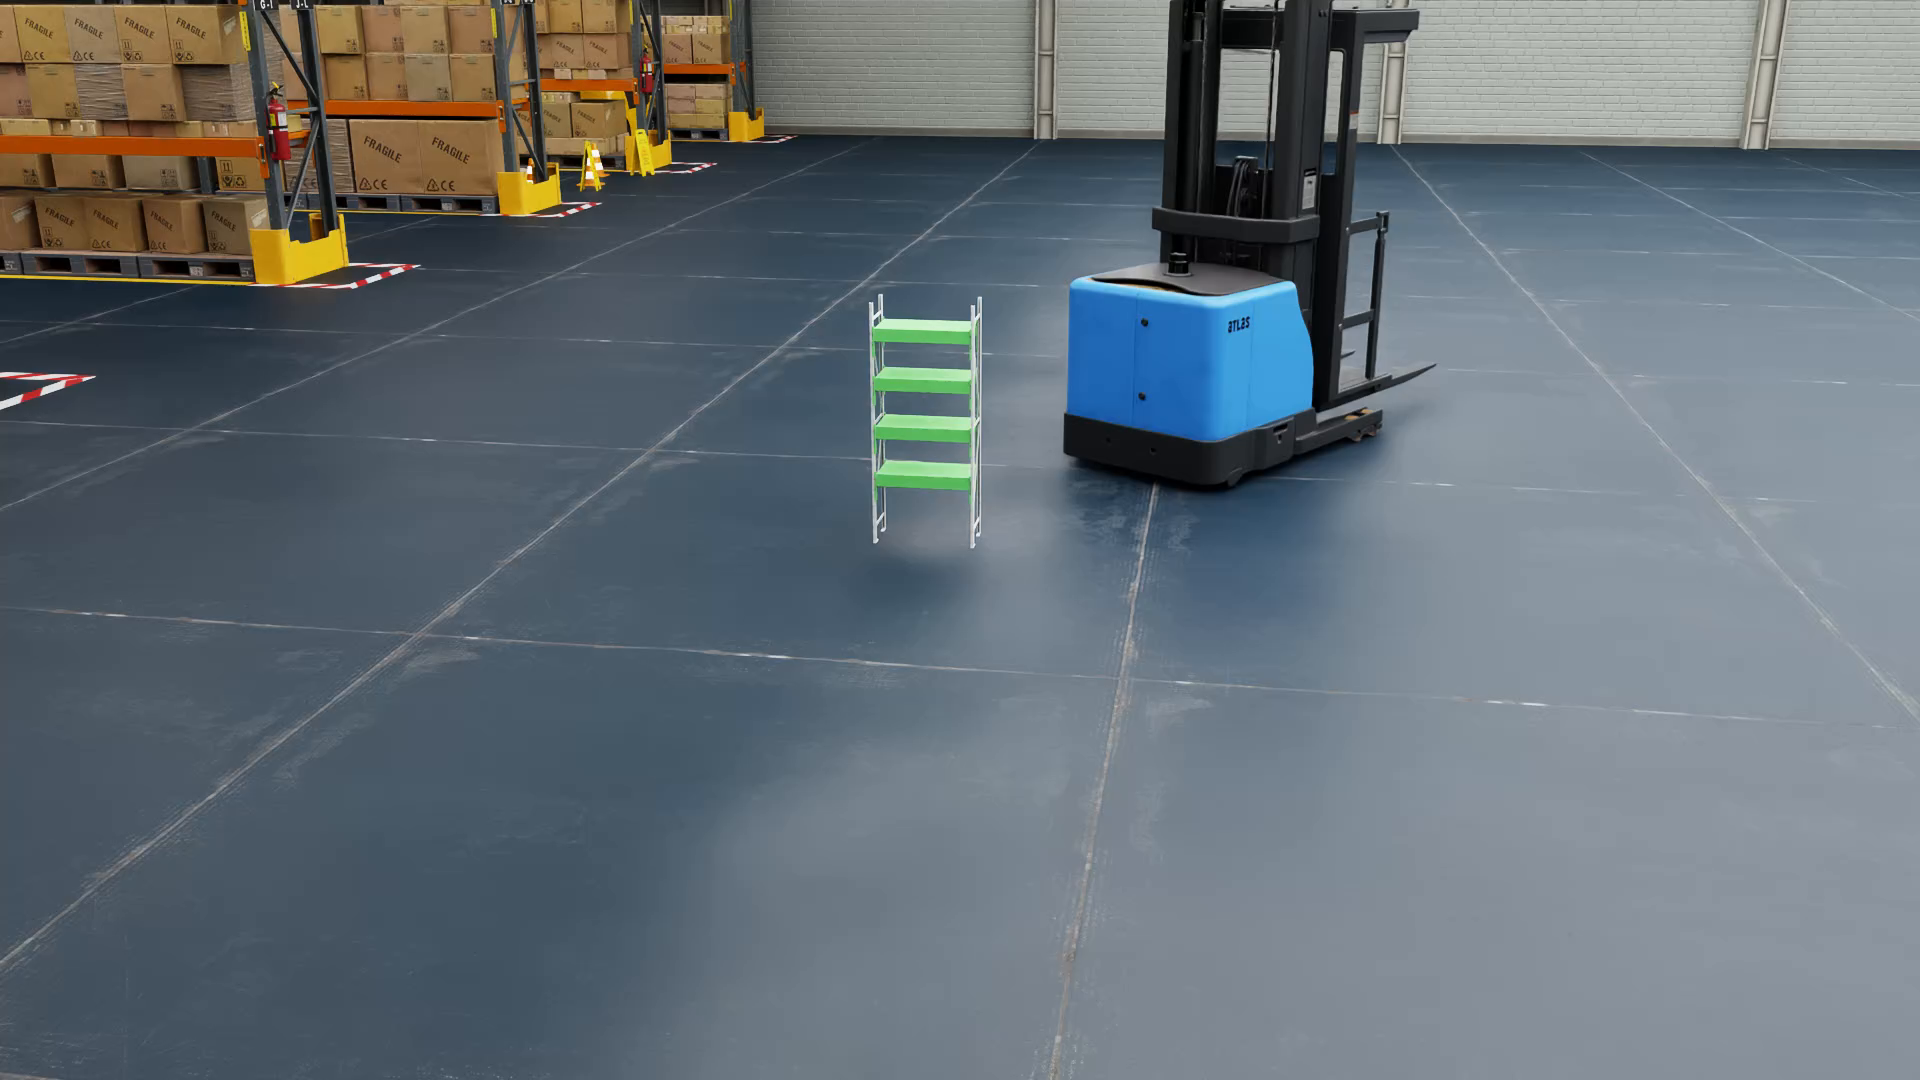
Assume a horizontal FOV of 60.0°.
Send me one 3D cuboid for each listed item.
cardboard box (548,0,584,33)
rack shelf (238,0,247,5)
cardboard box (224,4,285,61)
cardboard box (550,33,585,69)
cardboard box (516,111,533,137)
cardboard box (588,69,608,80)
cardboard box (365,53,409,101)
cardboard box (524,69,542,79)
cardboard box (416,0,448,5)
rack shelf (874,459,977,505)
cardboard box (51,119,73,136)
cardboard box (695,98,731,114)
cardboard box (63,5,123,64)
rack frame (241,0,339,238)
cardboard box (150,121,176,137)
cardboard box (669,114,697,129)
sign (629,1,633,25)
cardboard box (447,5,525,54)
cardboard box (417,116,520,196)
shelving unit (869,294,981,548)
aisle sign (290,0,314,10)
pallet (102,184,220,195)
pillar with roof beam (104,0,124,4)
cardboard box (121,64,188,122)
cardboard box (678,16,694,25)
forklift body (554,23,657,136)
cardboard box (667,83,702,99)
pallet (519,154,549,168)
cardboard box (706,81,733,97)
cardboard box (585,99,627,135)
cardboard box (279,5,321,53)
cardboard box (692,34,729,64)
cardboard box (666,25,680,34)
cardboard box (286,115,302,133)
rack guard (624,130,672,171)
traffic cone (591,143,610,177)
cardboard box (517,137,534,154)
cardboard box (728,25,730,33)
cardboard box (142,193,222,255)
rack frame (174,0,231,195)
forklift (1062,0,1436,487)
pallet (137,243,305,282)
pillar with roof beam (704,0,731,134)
[{"bbox_3d":[-5.664,-7.714,24.429,0.500,0.500,0.700,3,19,9],"label":"cardboard box"},{"bbox_3d":[-8.173,-5.144,15.355,4.000,0.370,1.077,3,19,9],"label":"rack shelf"},{"bbox_3d":[-6.698,-4.737,15.532,0.500,0.500,0.500,3,19,9],"label":"cardboard box"},{"bbox_3d":[-5.699,-7.223,24.535,0.500,0.500,0.500,3,19,9],"label":"cardboard box"},{"bbox_3d":[-6.471,-6.329,24.980,0.500,0.500,0.500,2,19,7],"label":"cardboard box"},{"bbox_3d":[-5.297,-6.877,24.525,0.250,0.149,0.380,3,19,8],"label":"cardboard box"},{"bbox_3d":[-6.764,-5.675,20.299,0.550,0.550,0.875,3,19,9],"label":"cardboard box"},{"bbox_3d":[-6.303,-6.942,24.718,0.250,0.149,0.380,3,19,8],"label":"cardboard box"},{"bbox_3d":[-7.675,-7.808,24.709,0.500,0.500,0.700,3,19,9],"label":"cardboard box"},{"bbox_3d":[-0.163,-0.289,8.234,0.480,0.148,0.258,3,19,9],"label":"rack shelf"},{"bbox_3d":[-8.246,-3.869,15.536,0.250,0.149,0.380,3,19,9],"label":"cardboard box"},{"bbox_3d":[-4.373,-7.681,29.414,0.500,0.250,0.500,3,19,8],"label":"cardboard box"},{"bbox_3d":[-7.768,-4.624,15.193,0.500,0.500,0.500,3,19,9],"label":"cardboard box"},{"bbox_3d":[-6.198,-3.962,15.416,0.127,3.000,1.000,3,19,9],"label":"rack frame"},{"bbox_3d":[-7.258,-3.819,15.385,0.250,0.149,0.380,3,19,9],"label":"cardboard box"},{"bbox_3d":[-4.846,-7.470,29.572,0.500,0.250,0.500,3,19,9],"label":"cardboard box"},{"bbox_3d":[-4.734,-7.593,23.945,0.005,0.325,0.100,3,19,9],"label":"sign"},{"bbox_3d":[-5.672,-6.125,19.942,0.550,0.550,0.875,3,19,9],"label":"cardboard box"},{"bbox_3d":[-5.991,-4.716,20.356,0.875,0.875,0.875,3,19,9],"label":"cardboard box"},{"bbox_3d":[-0.163,-0.577,8.138,0.503,1.200,0.258,3,19,9],"label":"shelving unit"},{"bbox_3d":[-6.089,-5.285,15.275,0.004,0.787,0.394,3,19,9],"label":"aisle sign"},{"bbox_3d":[-10.035,-4.405,21.135,1.213,0.211,1.003,3,19,9],"label":"pallet"},{"bbox_3d":[-16.918,-11.039,27.114,0.400,9.000,9.100,3,19,9],"label":"pillar with roof beam"},{"bbox_3d":[-7.249,-4.174,15.425,0.500,0.500,0.875,3,19,9],"label":"cardboard box"},{"bbox_3d":[-4.741,-9.077,29.056,0.250,0.149,0.380,3,19,10],"label":"cardboard box"},{"bbox_3d":[-6.004,-7.743,28.055,1.214,2.155,2.313,3,19,9],"label":"forklift body"},{"bbox_3d":[-4.852,-7.940,29.403,0.500,0.250,0.500,3,19,10],"label":"cardboard box"},{"bbox_3d":[-6.699,-5.862,25.490,1.213,0.211,1.003,3,19,9],"label":"pallet"},{"bbox_3d":[-4.287,-8.075,29.804,0.500,0.250,0.500,3,19,8],"label":"cardboard box"},{"bbox_3d":[-5.402,-6.446,25.329,0.500,0.500,0.500,2,19,7],"label":"cardboard box"},{"bbox_3d":[-7.829,-6.204,20.180,0.550,0.550,0.875,3,19,9],"label":"cardboard box"},{"bbox_3d":[-4.370,-8.612,29.156,0.500,0.500,0.500,3,19,7],"label":"cardboard box"},{"bbox_3d":[-4.976,-8.958,29.169,0.250,0.149,0.380,3,19,8],"label":"cardboard box"},{"bbox_3d":[-6.442,-3.932,15.722,0.250,0.149,0.380,3,19,9],"label":"cardboard box"},{"bbox_3d":[-4.701,-5.885,25.103,0.348,0.500,1.175,3,19,9],"label":"rack guard"},{"bbox_3d":[-5.255,-5.481,23.955,0.334,0.463,0.336,3,19,9],"label":"traffic cone"},{"bbox_3d":[-6.495,-5.971,25.093,0.500,0.250,0.500,2,19,7],"label":"cardboard box"},{"bbox_3d":[-4.136,-9.075,29.519,0.250,0.149,0.380,2,19,7],"label":"cardboard box"},{"bbox_3d":[-7.407,-3.032,15.914,0.500,0.500,0.500,8,20,23],"label":"cardboard box"},{"bbox_3d":[-9.261,-5.712,20.647,0.127,3.000,1.000,3,19,9],"label":"rack frame"},{"bbox_3d":[1.941,-2.072,9.878,1.130,2.935,3.031,16,24,39],"label":"forklift"},{"bbox_3d":[-7.069,-2.695,16.026,1.213,0.211,1.003,3,19,9],"label":"pallet"},{"bbox_3d":[-5.070,-10.435,25.309,0.400,9.000,9.100,3,19,9],"label":"pillar with roof beam"}]
